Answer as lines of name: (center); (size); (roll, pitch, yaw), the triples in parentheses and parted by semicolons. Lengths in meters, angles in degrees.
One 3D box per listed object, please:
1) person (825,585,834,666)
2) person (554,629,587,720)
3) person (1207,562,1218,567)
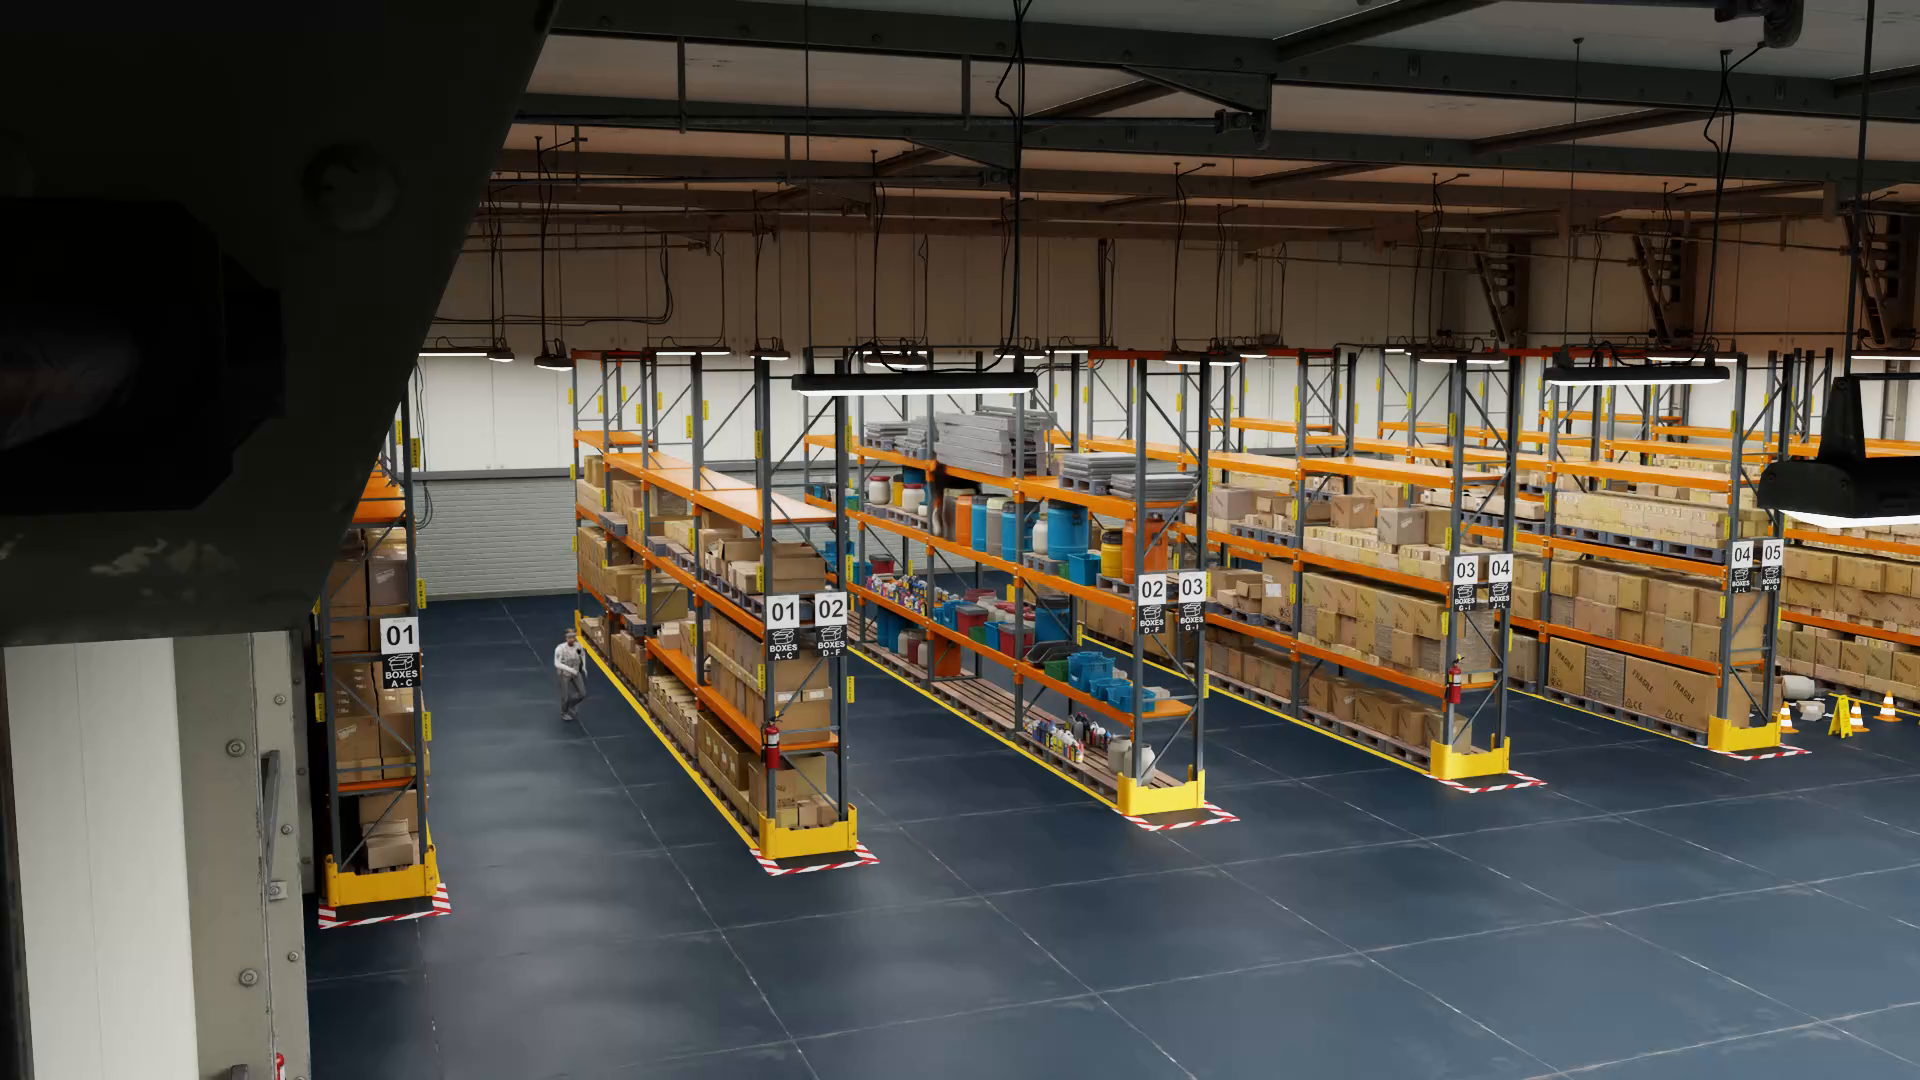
person: (-2.481, 1.627, 31.166); (0.533, 1.607, 0.817); (-3, 8, -23)
person: (-6.333, 2.187, 27.083); (0.604, 1.576, 0.745); (-5, 8, -33)
person: (5.119, 1.229, 34.521); (0.691, 1.630, 0.900); (-2, 7, -14)
